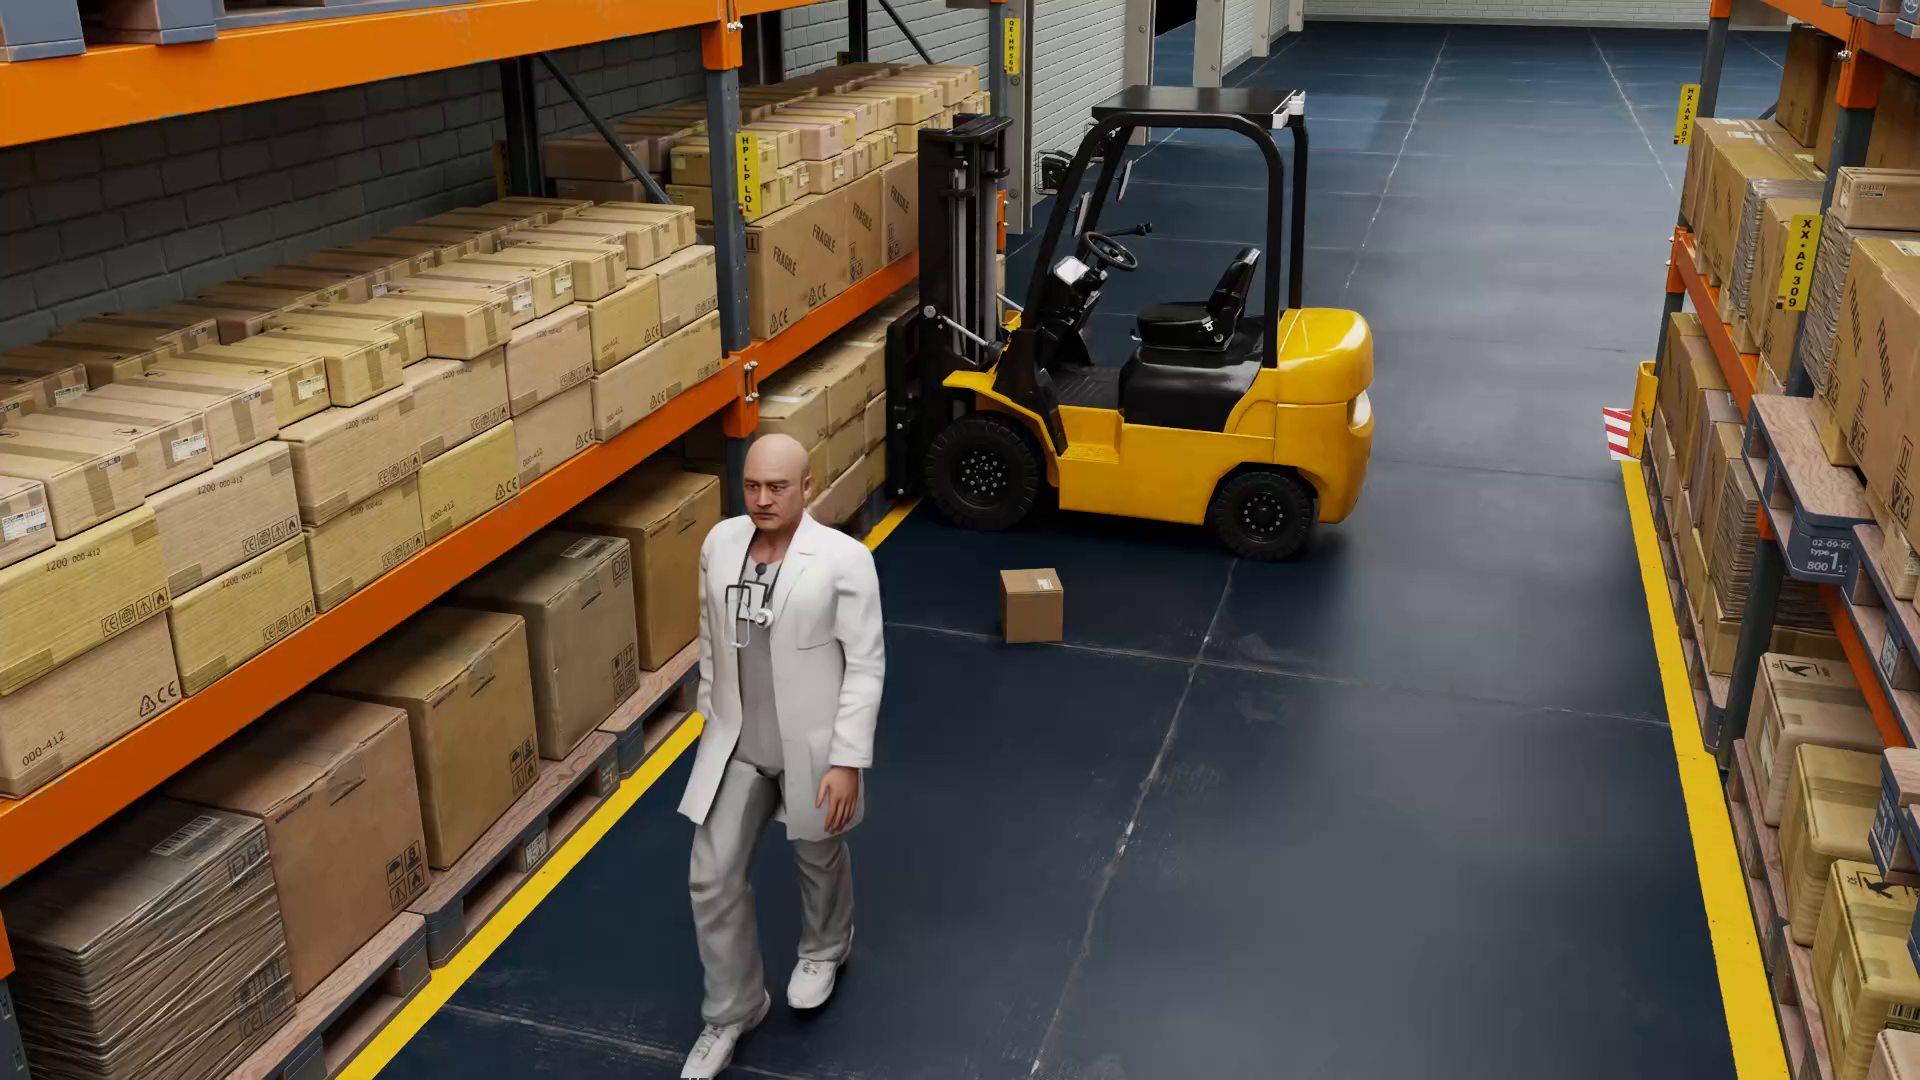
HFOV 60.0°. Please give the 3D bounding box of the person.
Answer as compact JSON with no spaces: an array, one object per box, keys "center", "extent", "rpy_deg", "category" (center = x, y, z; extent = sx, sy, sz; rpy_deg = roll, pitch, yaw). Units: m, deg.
[{"center":[-0.505,0.613,4.601],"extent":[0.622,1.842,0.716],"rpy_deg":[7,23,17],"category":"person"}]
